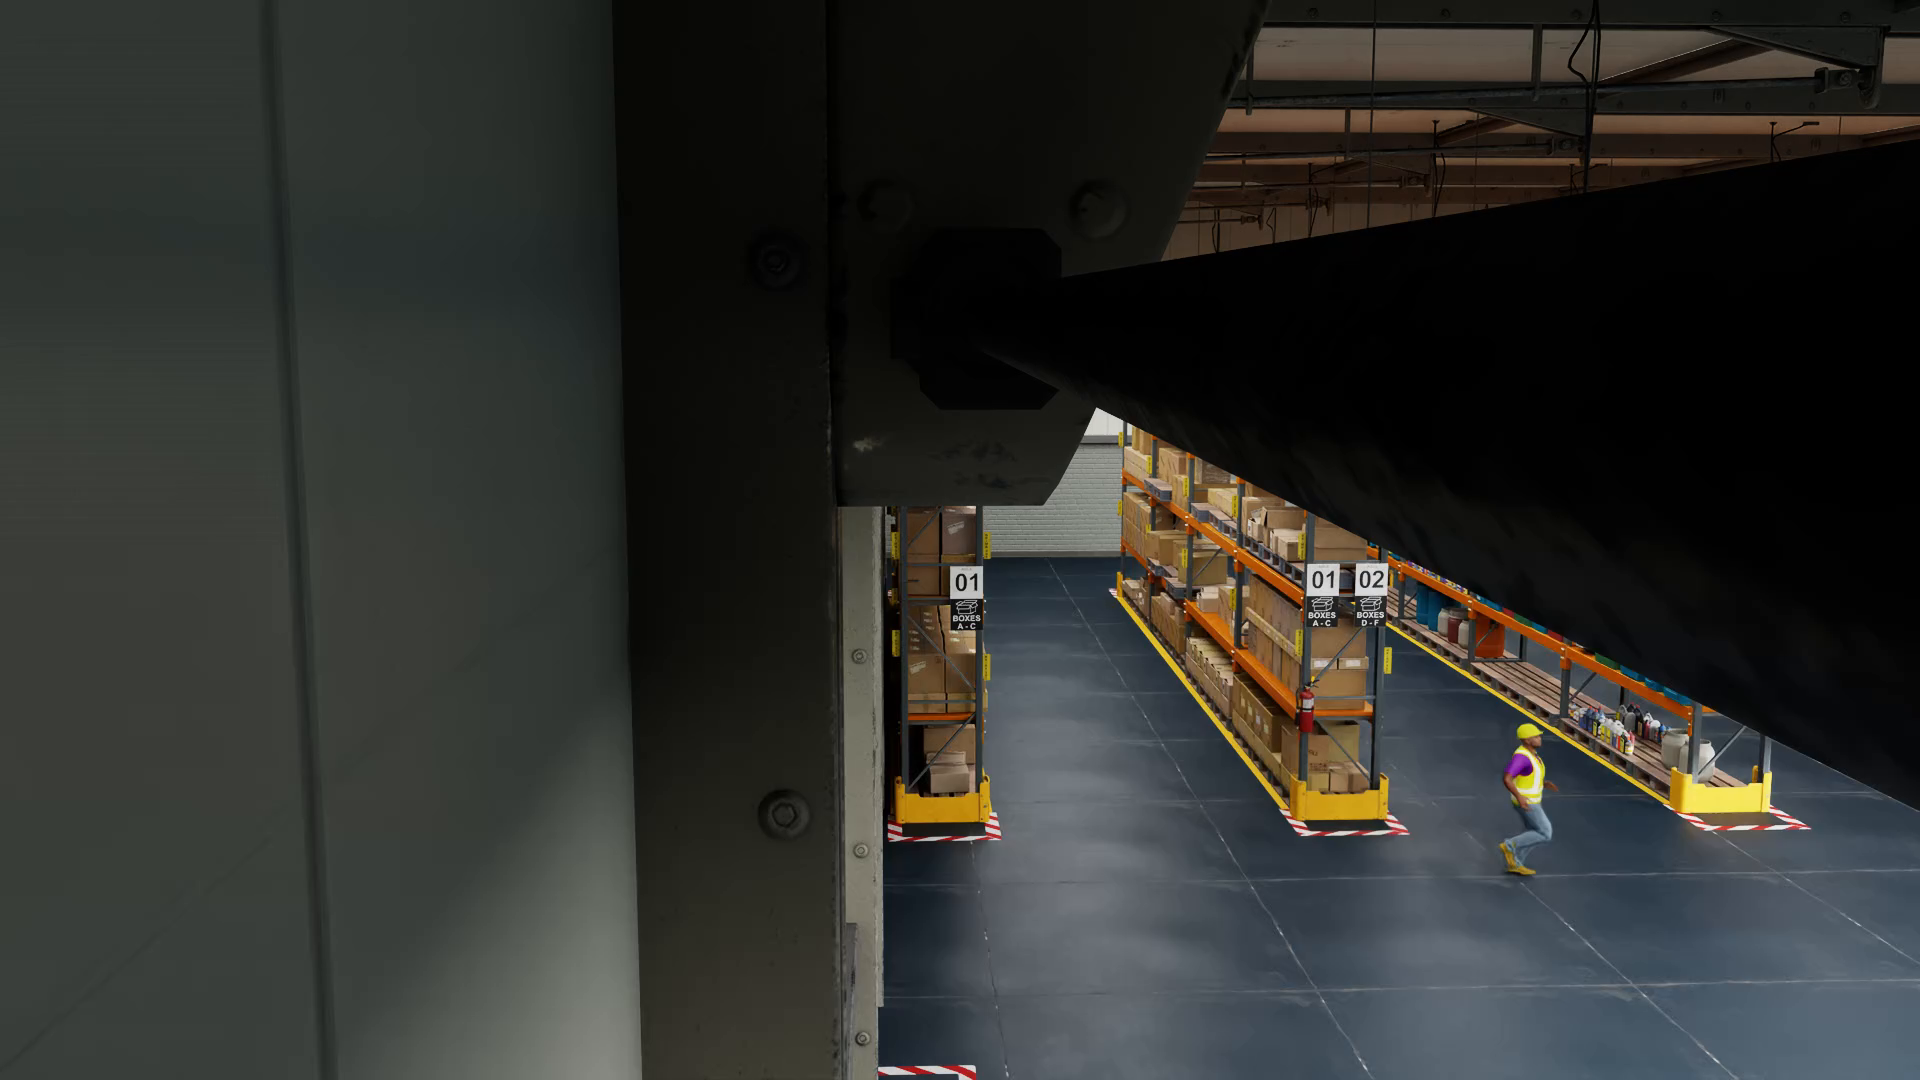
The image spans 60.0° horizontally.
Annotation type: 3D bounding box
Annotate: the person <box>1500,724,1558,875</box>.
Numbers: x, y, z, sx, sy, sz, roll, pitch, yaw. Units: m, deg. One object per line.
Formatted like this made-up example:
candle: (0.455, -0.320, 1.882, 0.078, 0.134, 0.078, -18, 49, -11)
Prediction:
person: (6.344, 2.894, 18.504, 0.569, 1.720, 0.694, 4, 9, 26)
